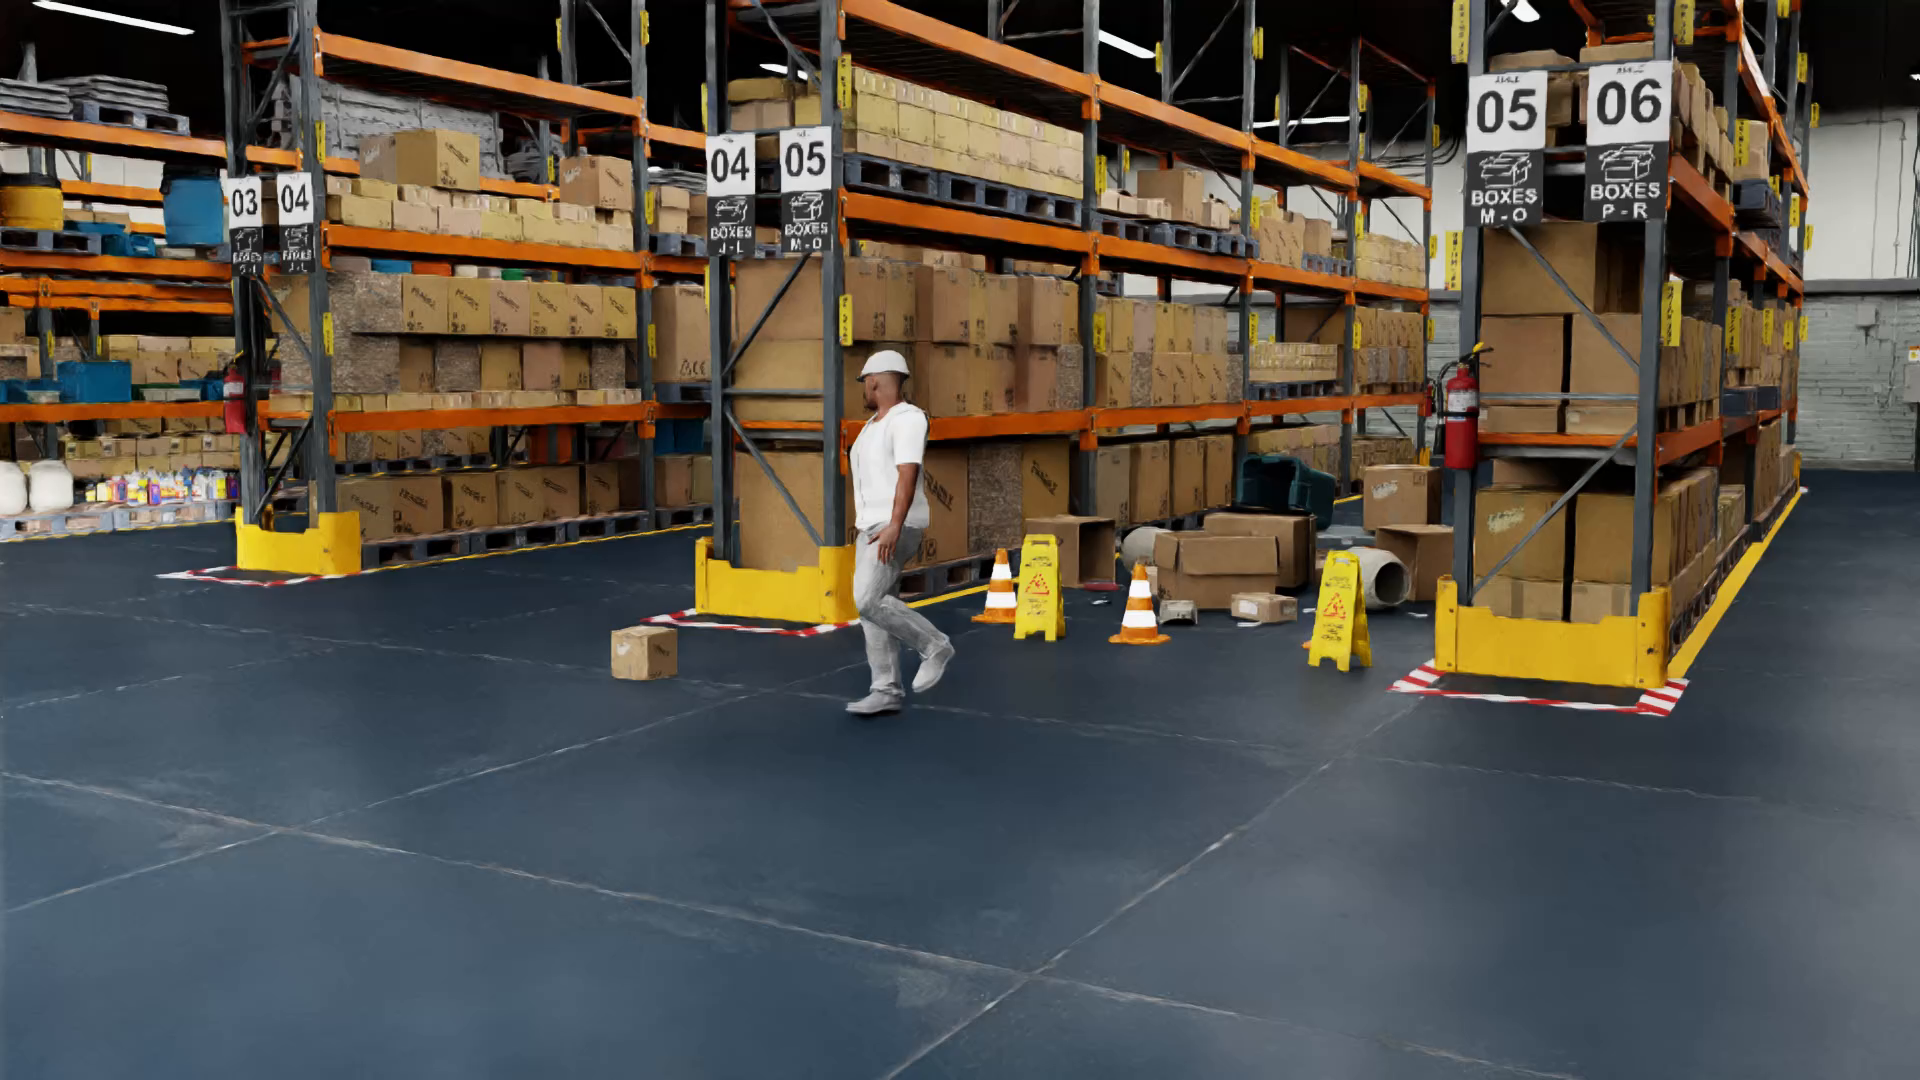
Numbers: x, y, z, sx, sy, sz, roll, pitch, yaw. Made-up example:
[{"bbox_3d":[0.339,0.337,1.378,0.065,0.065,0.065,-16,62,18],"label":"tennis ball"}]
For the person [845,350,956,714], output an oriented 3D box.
[{"bbox_3d":[-0.375,-0.050,8.089,0.549,1.745,0.644,-3,7,-28],"label":"person"}]
